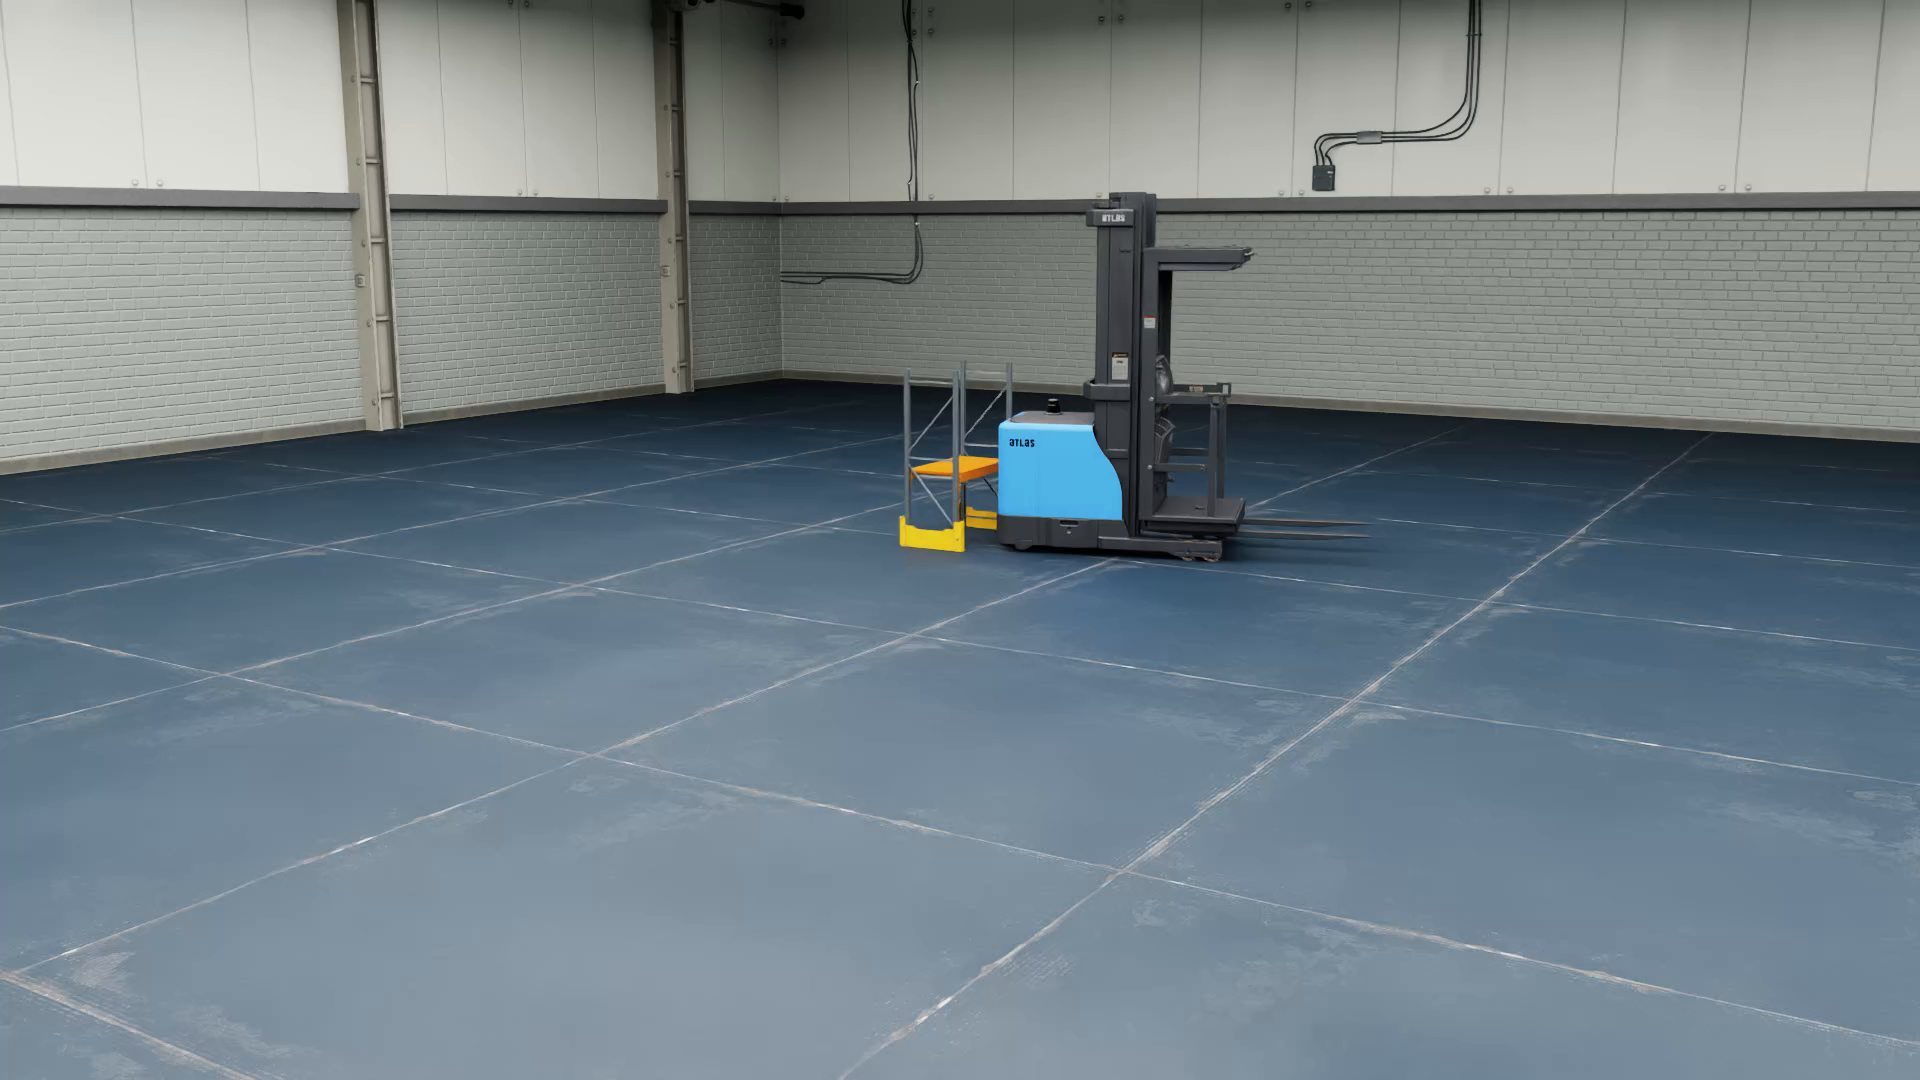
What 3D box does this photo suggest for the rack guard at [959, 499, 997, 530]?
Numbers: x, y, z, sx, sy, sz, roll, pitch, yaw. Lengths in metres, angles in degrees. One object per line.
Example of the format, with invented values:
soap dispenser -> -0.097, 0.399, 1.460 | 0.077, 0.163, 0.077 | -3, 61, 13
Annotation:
rack guard -> 0.218, -0.217, 14.847 | 0.587, 0.250, 0.087 | 5, 12, 27

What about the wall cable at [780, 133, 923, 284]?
wall cable -> -1.962, -5.670, 28.639 | 3.097, 2.526, 0.112 | 6, 12, 31

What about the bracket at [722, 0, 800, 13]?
bracket -> -3.179, -8.940, 27.884 | 0.076, 0.066, 3.189 | 6, 12, 31

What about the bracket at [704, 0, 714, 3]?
bracket -> -4.102, -8.660, 26.389 | 0.235, 0.232, 0.430 | 6, 12, 31

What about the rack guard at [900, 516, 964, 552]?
rack guard -> -0.238, -0.054, 13.977 | 0.587, 0.250, 0.087 | 5, 12, 27

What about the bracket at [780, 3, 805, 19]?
bracket -> -2.872, -9.033, 28.380 | 0.235, 0.232, 0.430 | 6, 12, 31

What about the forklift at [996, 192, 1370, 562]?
forklift -> 1.877, -1.372, 13.730 | 3.031, 2.935, 1.130 | 2, 11, 13

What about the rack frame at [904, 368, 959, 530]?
rack frame -> -0.239, -0.668, 13.861 | 0.500, 1.500, 0.032 | 5, 12, 27

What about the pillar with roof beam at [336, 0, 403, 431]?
pillar with roof beam -> -4.057, -5.504, 19.316 | 9.100, 9.000, 0.400 | 6, 12, 31

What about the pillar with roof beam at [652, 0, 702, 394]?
pillar with roof beam -> -0.942, -6.448, 24.356 | 9.100, 9.000, 0.548 | 6, 12, 31

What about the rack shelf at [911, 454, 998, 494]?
rack shelf -> -0.006, -0.574, 14.338 | 0.538, 0.185, 1.000 | 5, 12, 27

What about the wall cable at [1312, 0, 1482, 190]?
wall cable -> 6.144, -7.958, 23.182 | 2.305, 6.003, 0.169 | 6, 12, 31

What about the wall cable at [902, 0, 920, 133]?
wall cable -> 0.350, -7.894, 26.794 | 3.097, 2.526, 0.112 | 6, 12, 31

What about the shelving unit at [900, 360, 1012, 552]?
shelving unit -> -0.010, -0.750, 14.297 | 0.587, 1.500, 1.083 | 5, 12, 27

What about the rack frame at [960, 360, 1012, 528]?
rack frame -> 0.227, -0.834, 14.749 | 0.500, 1.500, 0.032 | 5, 12, 27
